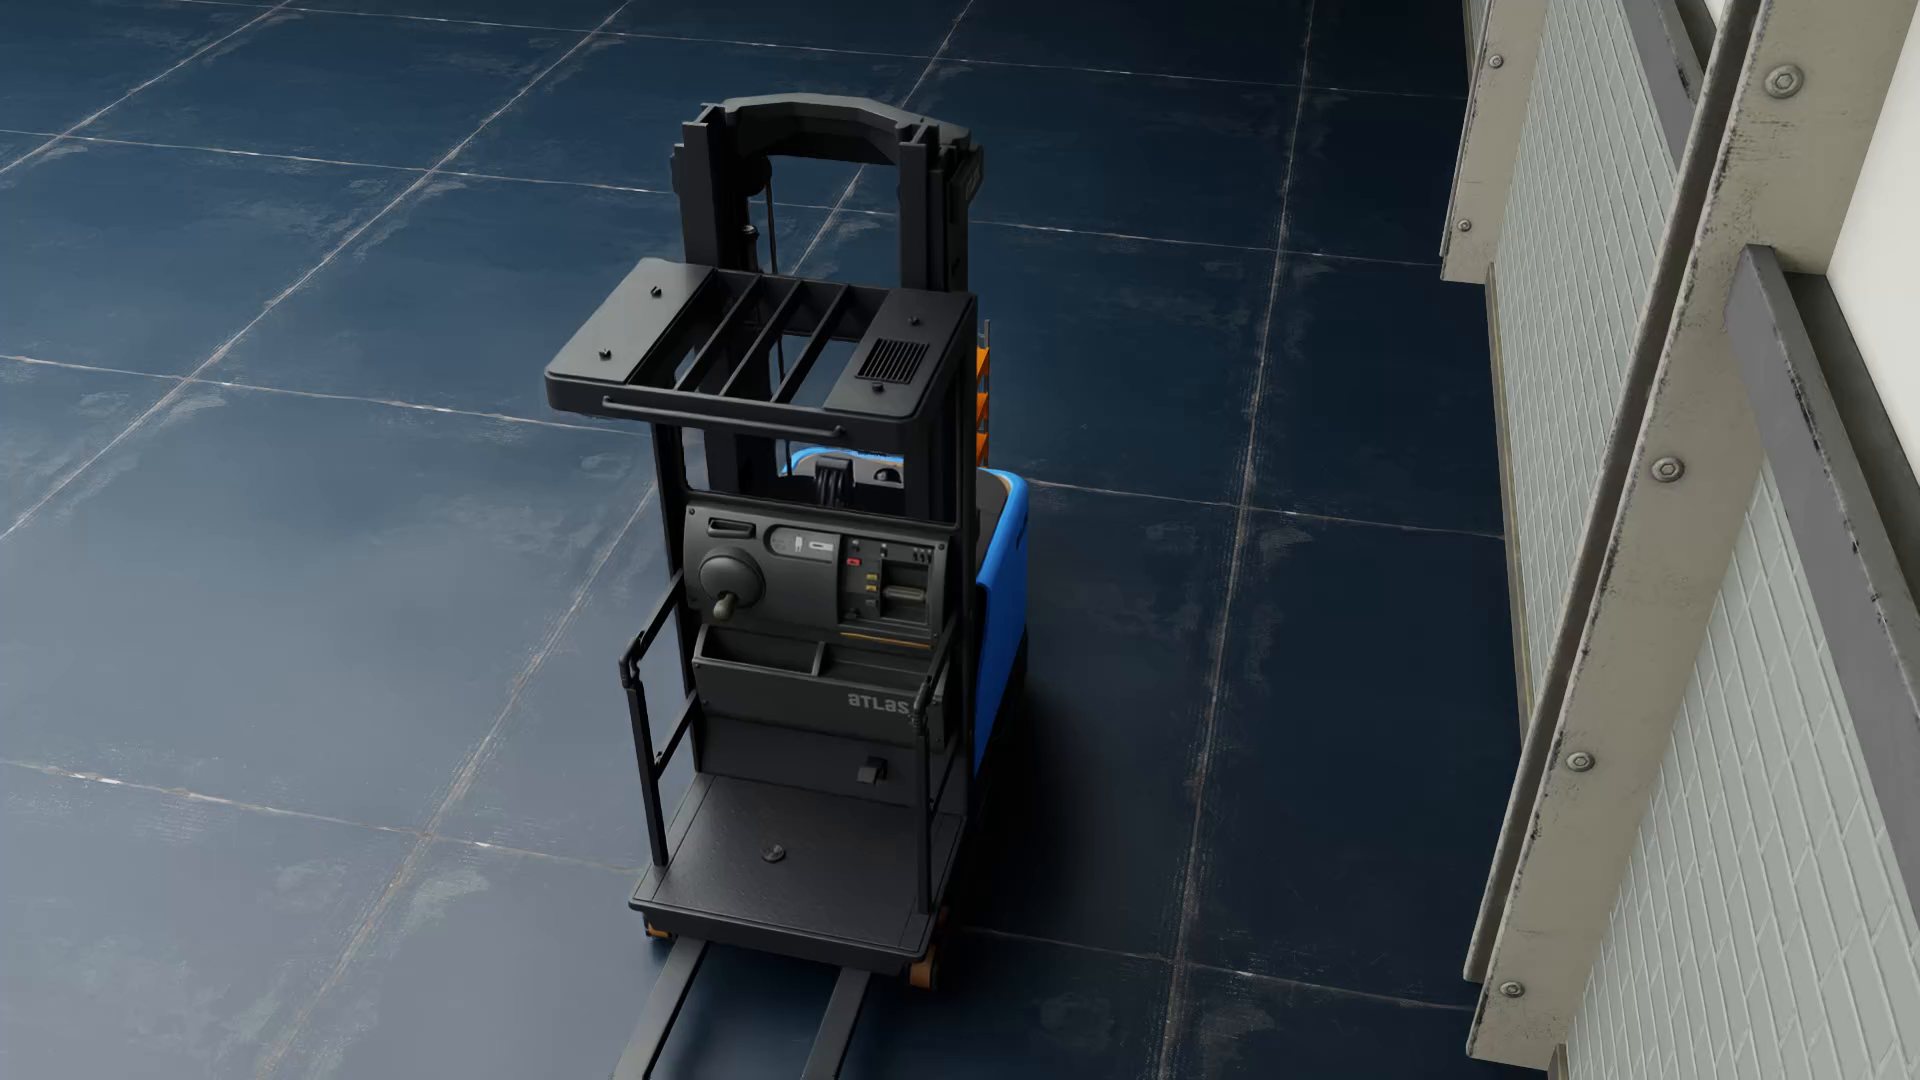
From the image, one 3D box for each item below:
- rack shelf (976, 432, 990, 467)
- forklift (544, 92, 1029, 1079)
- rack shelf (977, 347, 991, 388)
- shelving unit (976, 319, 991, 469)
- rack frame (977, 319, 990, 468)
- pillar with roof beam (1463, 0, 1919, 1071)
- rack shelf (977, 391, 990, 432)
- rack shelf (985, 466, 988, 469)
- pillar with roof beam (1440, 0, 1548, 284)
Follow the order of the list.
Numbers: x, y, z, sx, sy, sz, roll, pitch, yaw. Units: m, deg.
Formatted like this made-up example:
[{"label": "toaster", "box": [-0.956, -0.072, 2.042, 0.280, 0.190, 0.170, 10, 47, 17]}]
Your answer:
[{"label": "rack shelf", "box": [-0.035, -0.336, 7.806, 0.258, 0.148, 0.480, 7, 37, 10]}, {"label": "forklift", "box": [-0.544, 0.183, 5.499, 1.130, 2.935, 3.031, 8, 37, 11]}, {"label": "rack shelf", "box": [-0.035, -0.709, 7.536, 0.258, 0.148, 0.480, 7, 37, 10]}, {"label": "shelving unit", "box": [-0.035, -0.391, 7.767, 0.258, 1.200, 0.503, 7, 37, 10]}, {"label": "rack frame", "box": [0.017, -0.531, 7.960, 0.240, 1.200, 0.015, 7, 37, 10]}, {"label": "pillar with roof beam", "box": [-2.253, -2.484, 4.009, 9.100, 9.000, 0.400, 7, 37, 10]}, {"label": "rack shelf", "box": [-0.035, -0.518, 7.675, 0.258, 0.148, 0.480, 7, 37, 10]}, {"label": "rack shelf", "box": [-0.035, -0.176, 7.923, 0.258, 0.148, 0.480, 7, 37, 10]}, {"label": "pillar with roof beam", "box": [-0.972, -5.924, 8.755, 9.100, 9.000, 0.400, 7, 37, 10]}]
